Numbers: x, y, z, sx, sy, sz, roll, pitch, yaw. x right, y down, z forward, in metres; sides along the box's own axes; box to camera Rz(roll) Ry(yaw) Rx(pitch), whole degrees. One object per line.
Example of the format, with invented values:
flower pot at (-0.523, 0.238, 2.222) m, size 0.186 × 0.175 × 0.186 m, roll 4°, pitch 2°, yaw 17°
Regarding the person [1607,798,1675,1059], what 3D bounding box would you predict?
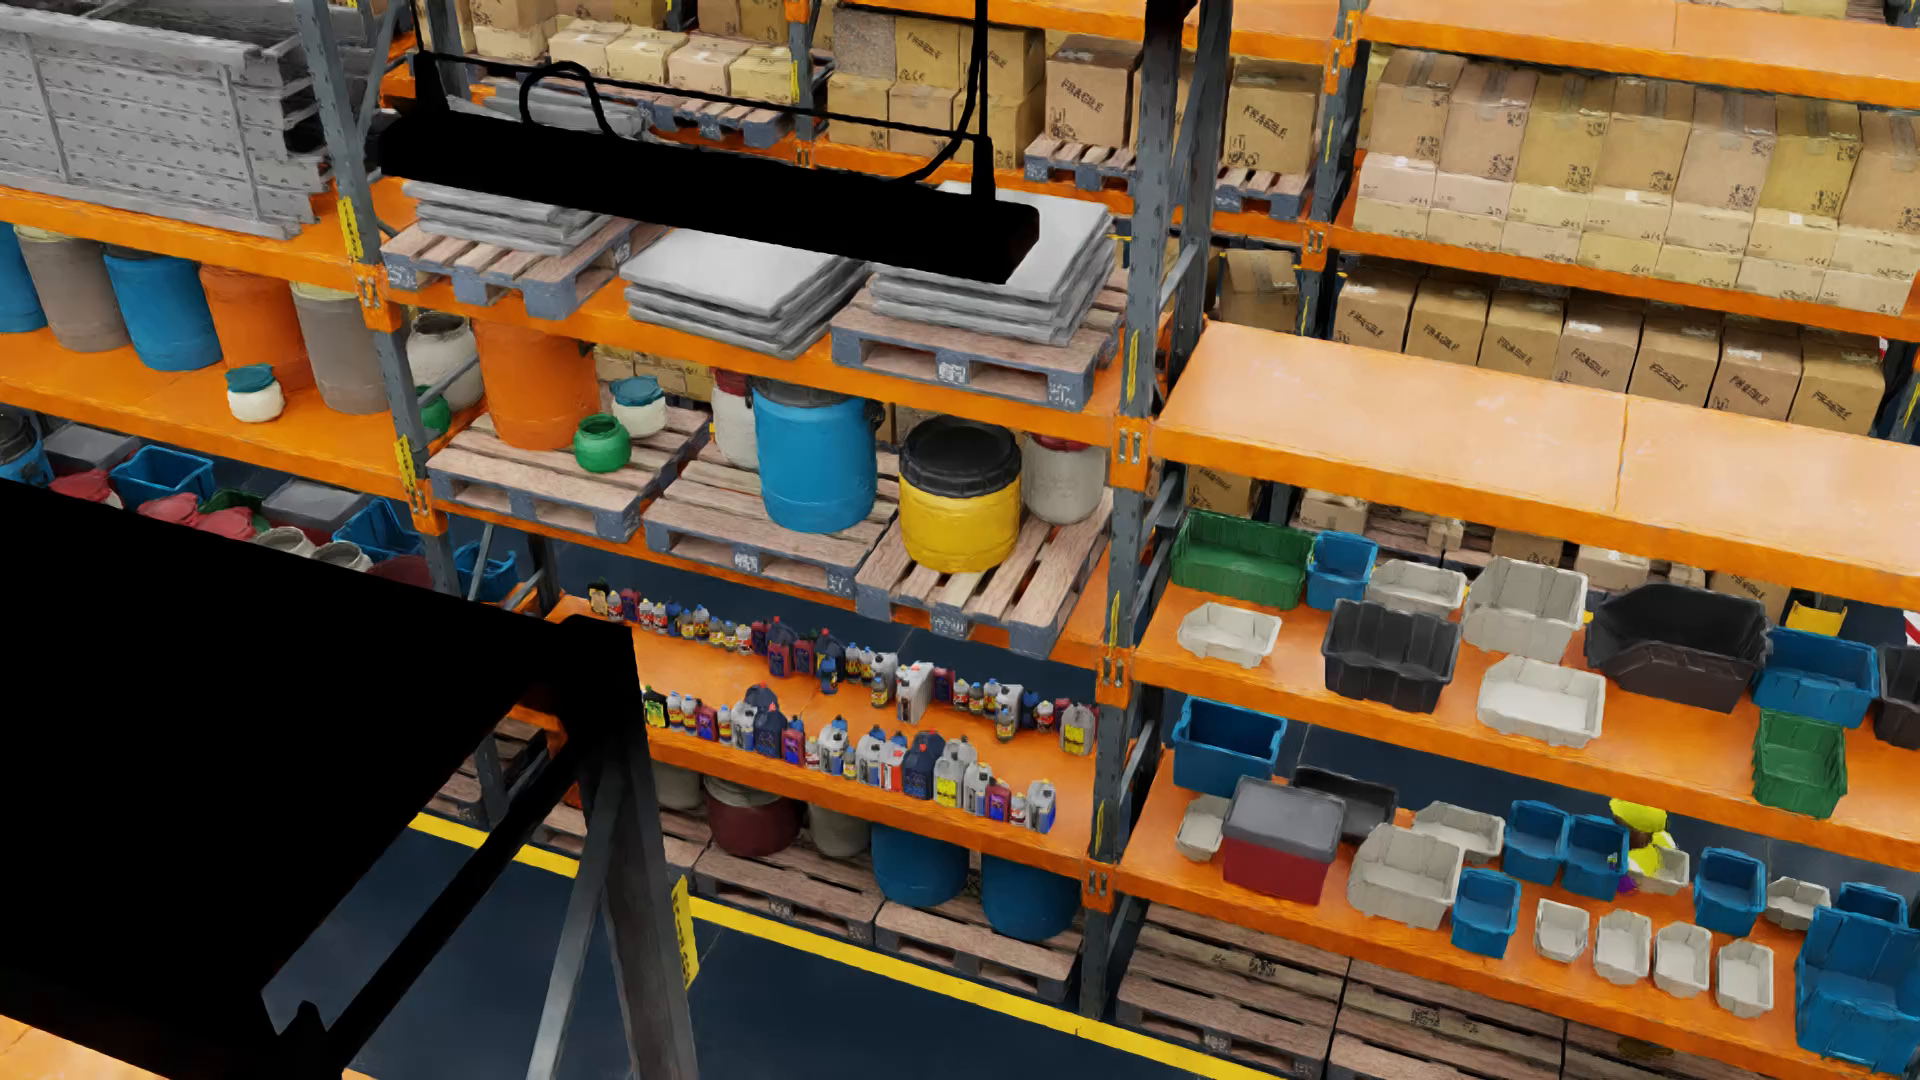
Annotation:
person at (3.644, 2.092, 9.143) m, size 0.977 × 1.713 × 0.616 m, roll 28°, pitch 45°, yaw 32°
